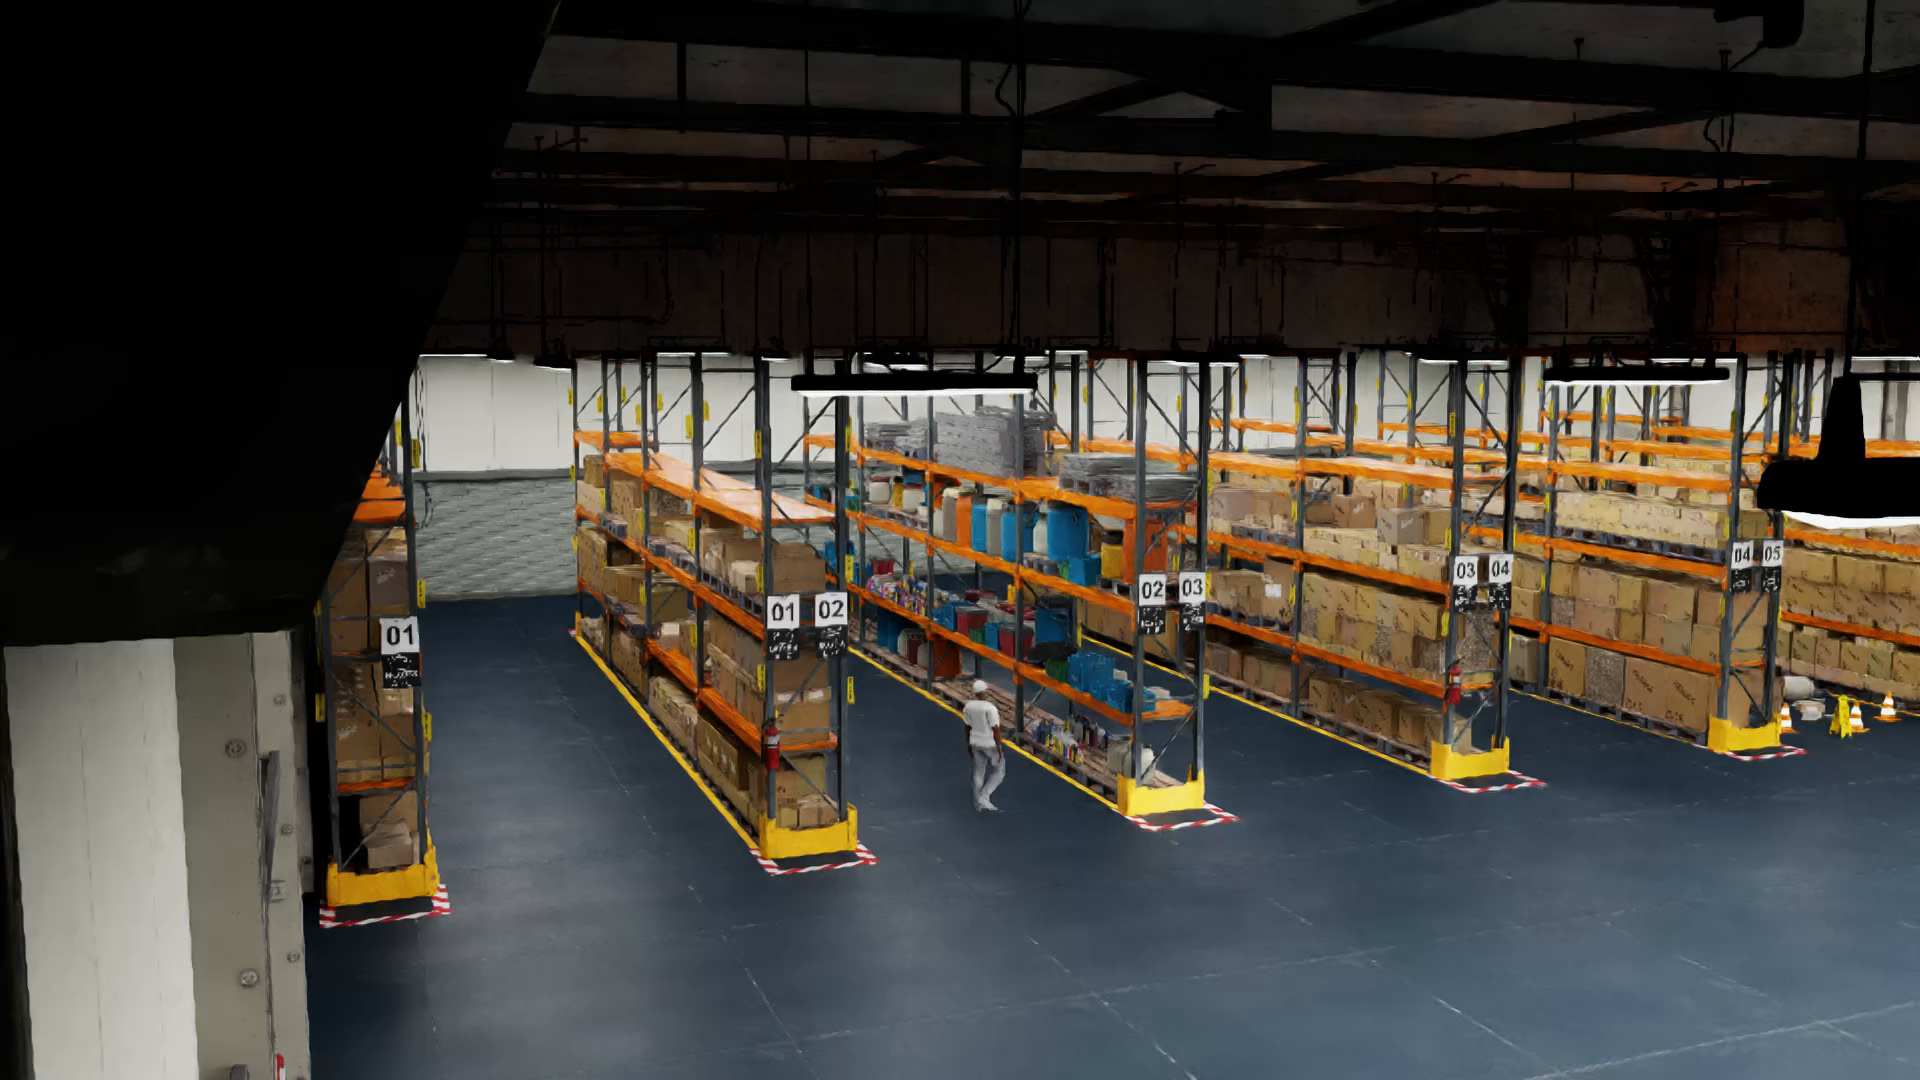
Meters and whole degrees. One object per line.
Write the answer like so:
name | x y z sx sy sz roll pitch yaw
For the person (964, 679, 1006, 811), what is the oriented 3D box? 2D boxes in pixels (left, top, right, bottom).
person | 0.315 2.727 22.028 0.607 1.752 0.456 6 9 39

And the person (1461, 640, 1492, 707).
person | 8.872 2.046 28.439 0.417 1.512 1.033 -3 8 -22

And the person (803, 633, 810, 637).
person | -2.573 2.207 26.784 0.584 1.621 0.659 -4 8 -28
